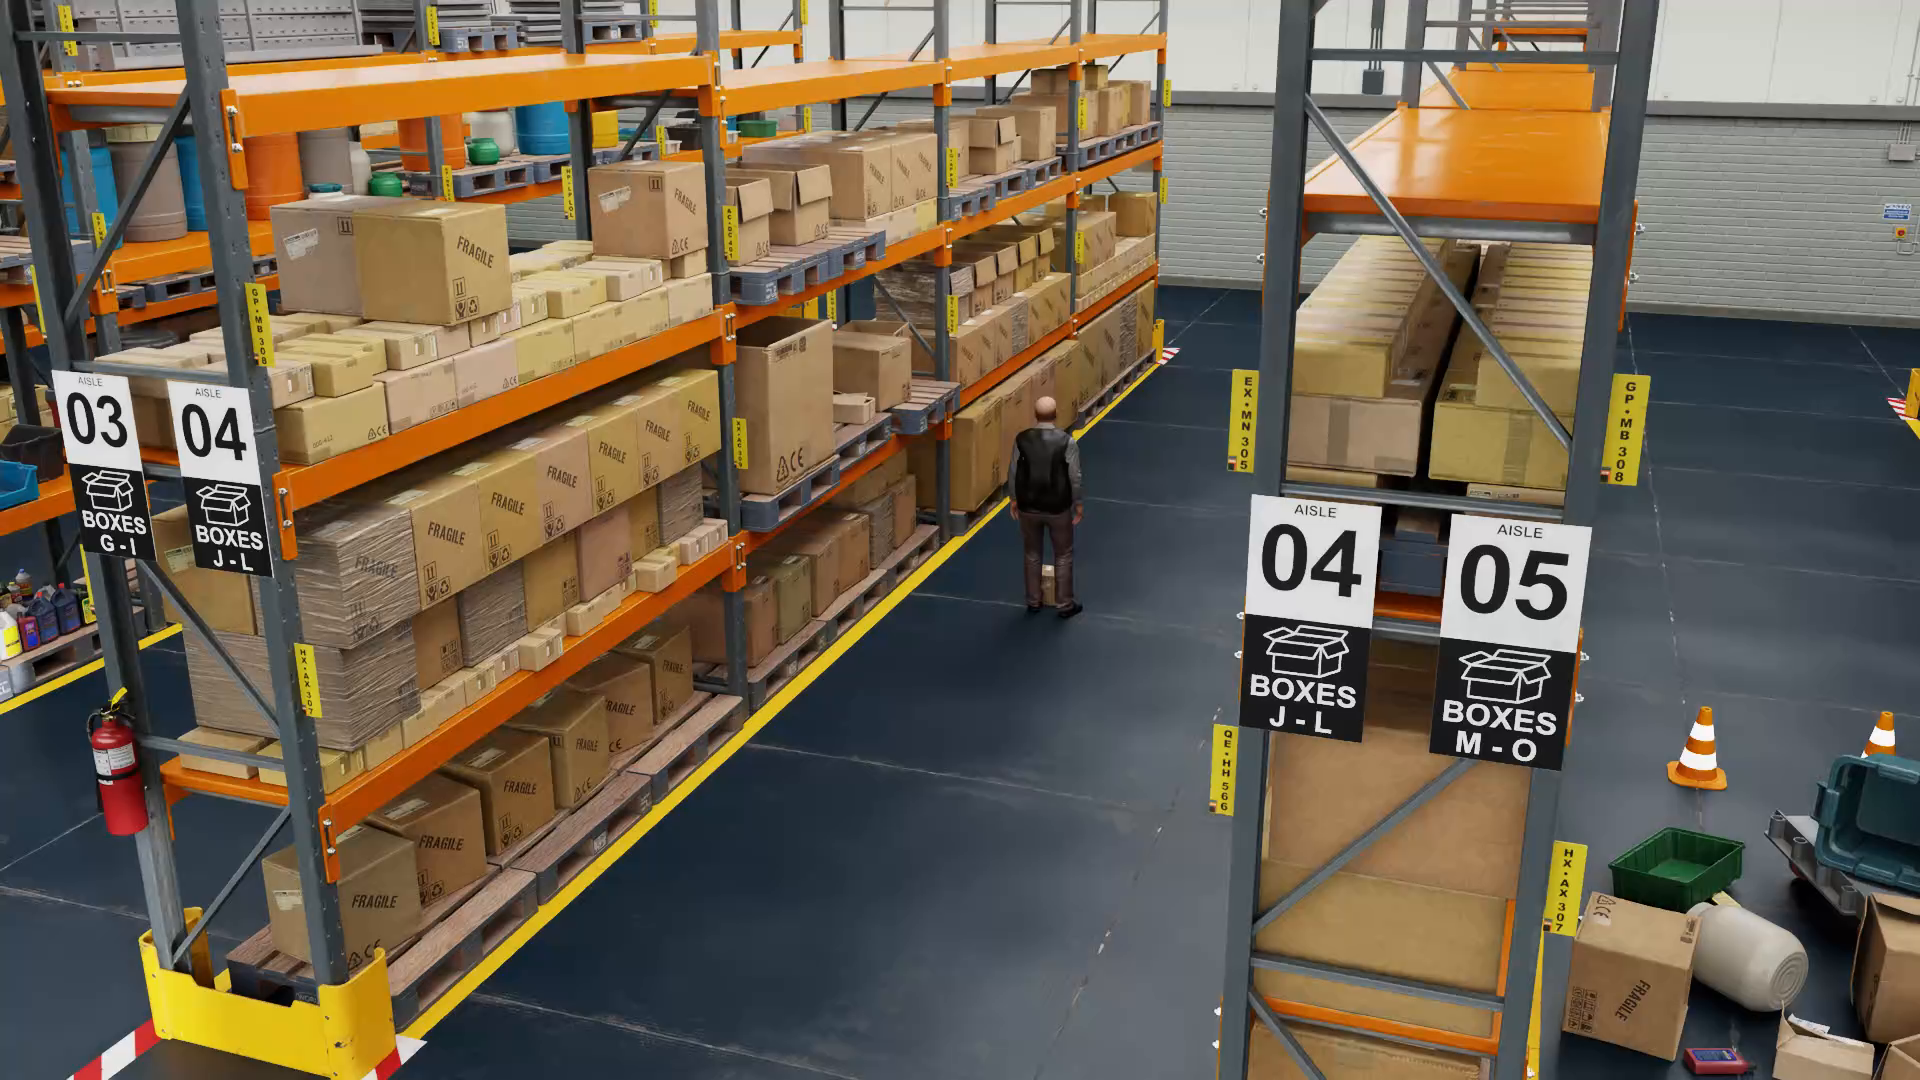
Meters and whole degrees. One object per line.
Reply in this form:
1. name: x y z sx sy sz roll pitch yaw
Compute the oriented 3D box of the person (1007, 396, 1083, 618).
1. person: 0.665 -0.260 12.871 0.593 1.722 0.444 5 19 16
